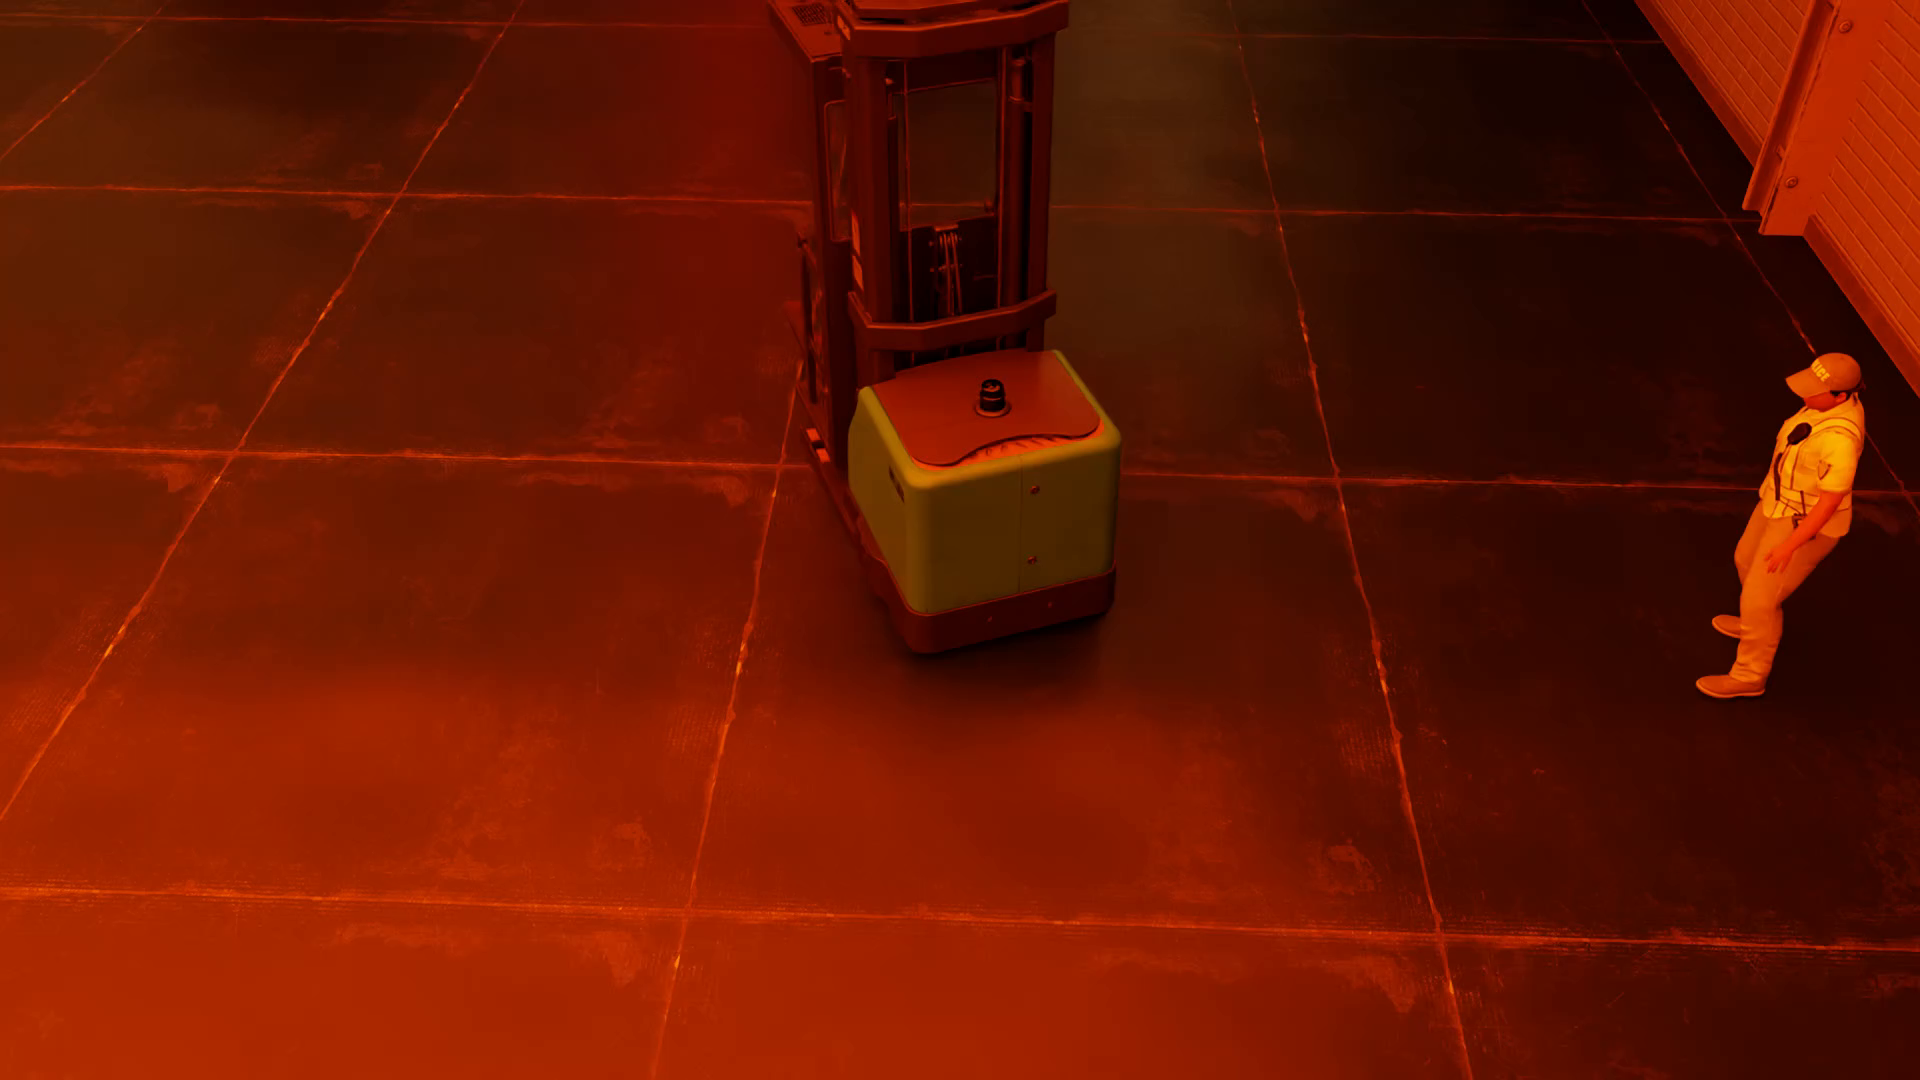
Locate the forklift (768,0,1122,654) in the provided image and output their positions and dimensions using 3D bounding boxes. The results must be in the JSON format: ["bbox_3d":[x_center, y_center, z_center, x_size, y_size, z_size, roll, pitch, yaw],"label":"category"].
[{"bbox_3d":[-0.228,-1.543,8.092,1.130,2.935,3.031,-13,41,-15],"label":"forklift"}]

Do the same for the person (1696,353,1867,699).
[{"bbox_3d":[3.677,-0.105,7.355,0.446,1.641,0.722,10,40,12],"label":"person"}]
